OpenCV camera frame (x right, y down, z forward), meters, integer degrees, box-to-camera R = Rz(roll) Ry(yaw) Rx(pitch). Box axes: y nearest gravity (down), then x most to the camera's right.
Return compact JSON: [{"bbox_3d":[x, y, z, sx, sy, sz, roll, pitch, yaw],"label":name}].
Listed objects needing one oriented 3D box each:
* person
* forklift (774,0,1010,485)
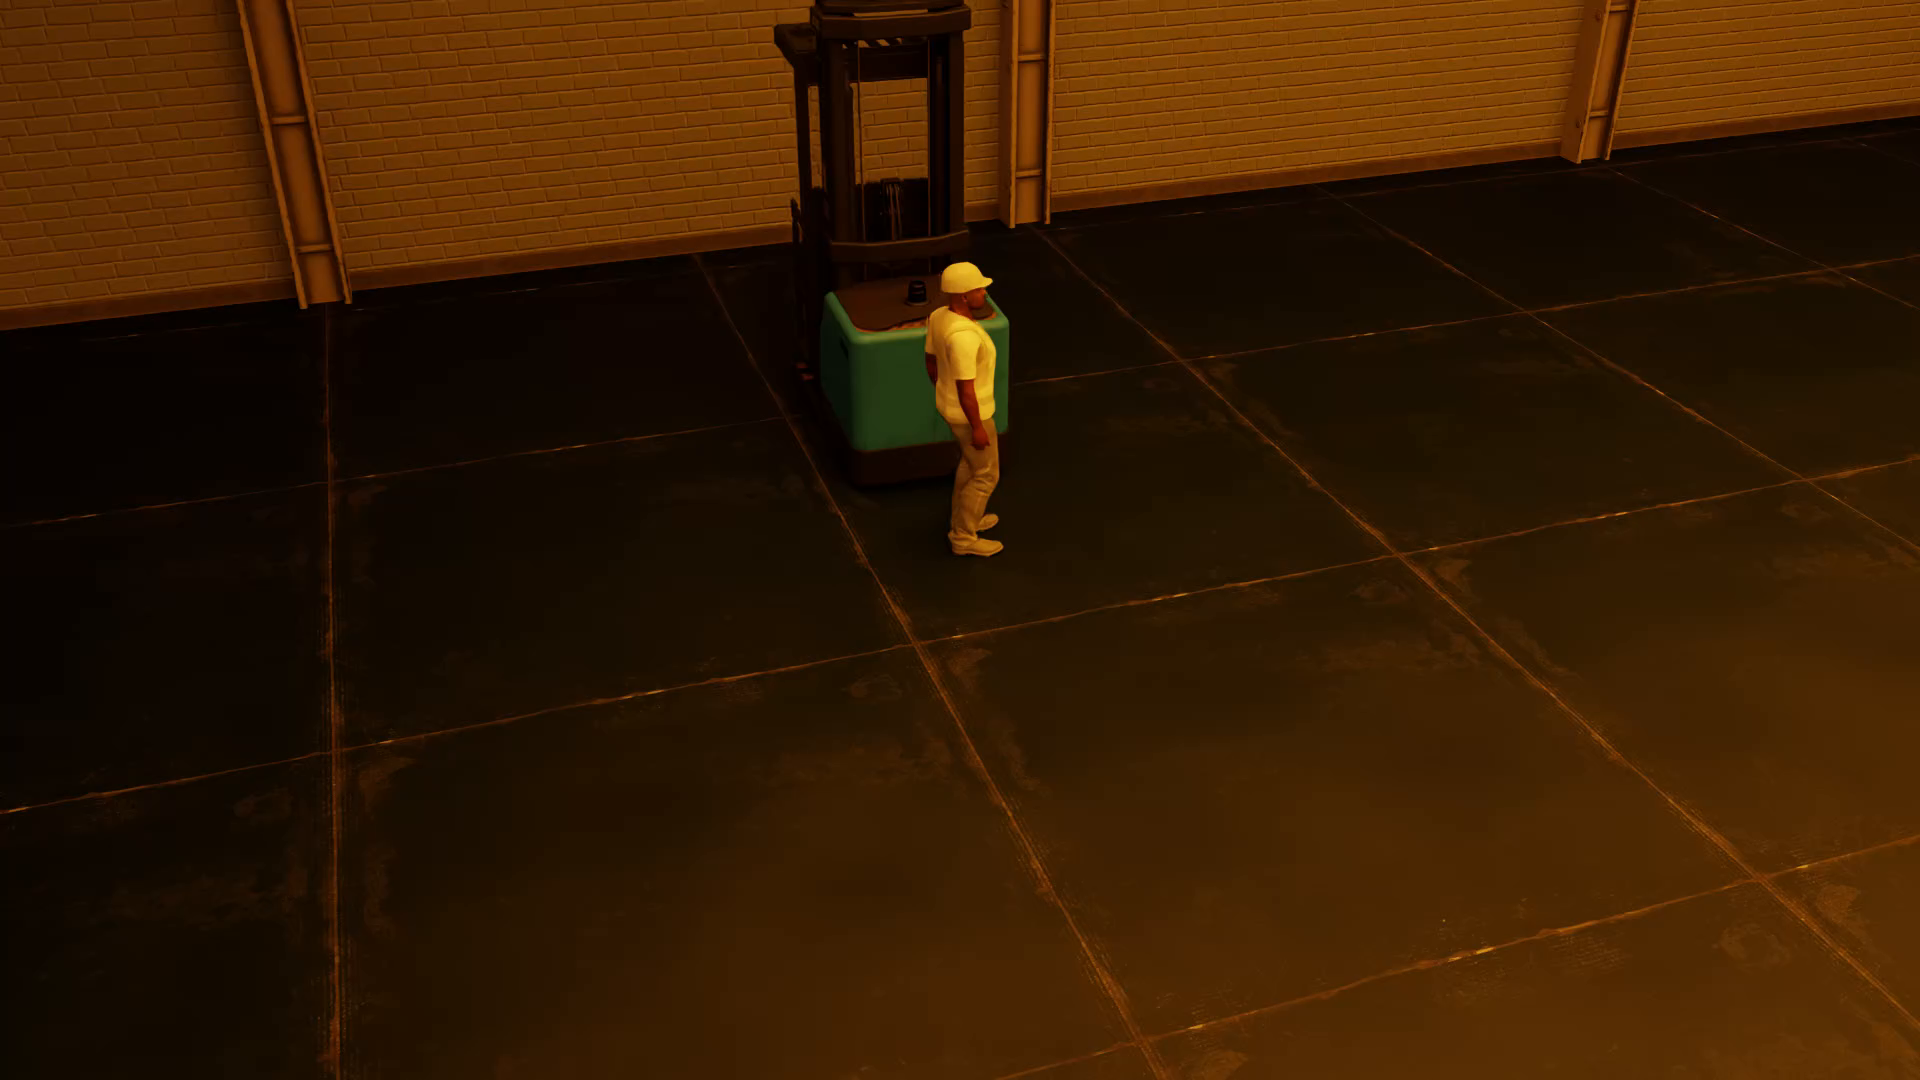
[{"bbox_3d":[0.071,-0.757,9.608,0.425,1.751,0.654,-9,31,-15],"label":"person"},{"bbox_3d":[-0.578,-2.336,11.147,1.130,2.935,3.031,-8,31,-14],"label":"forklift"}]
